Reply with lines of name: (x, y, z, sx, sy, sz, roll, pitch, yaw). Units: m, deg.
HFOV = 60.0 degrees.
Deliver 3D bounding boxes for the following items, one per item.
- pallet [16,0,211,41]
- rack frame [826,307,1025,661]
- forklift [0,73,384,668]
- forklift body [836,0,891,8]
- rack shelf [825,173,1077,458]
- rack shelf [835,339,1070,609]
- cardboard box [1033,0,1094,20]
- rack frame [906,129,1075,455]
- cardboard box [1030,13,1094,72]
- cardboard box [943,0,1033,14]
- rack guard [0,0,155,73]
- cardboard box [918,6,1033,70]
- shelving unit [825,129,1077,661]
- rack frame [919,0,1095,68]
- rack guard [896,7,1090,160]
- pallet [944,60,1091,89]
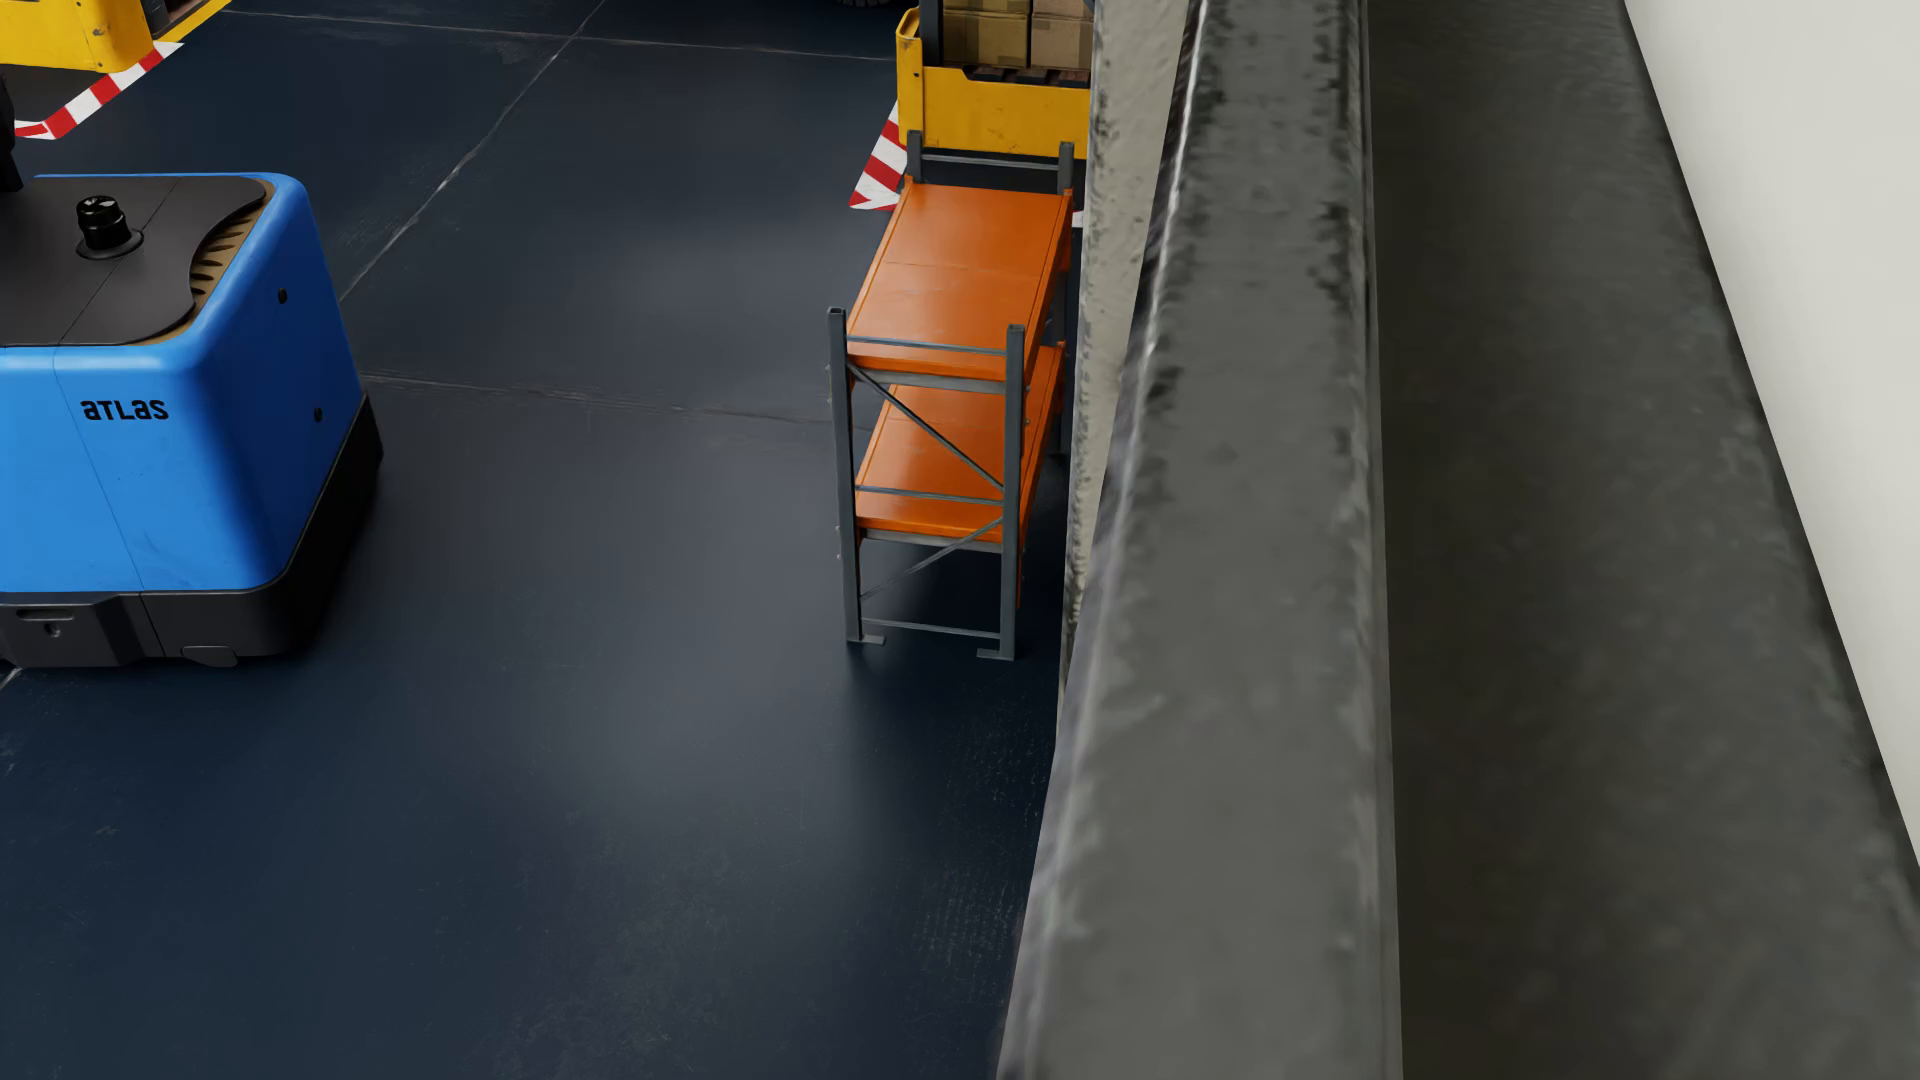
pallet: (-4.374, -2.984, 8.693, 1.003, 0.211, 1.213, 6, 40, 8)
rack frame: (-0.087, -0.119, 4.511, 0.500, 1.125, 0.032, 6, 40, 8)
forklift: (-3.404, -1.061, 4.233, 3.031, 2.935, 1.130, -1, 40, -1)
forklift body: (-1.142, -4.024, 8.429, 2.313, 2.155, 1.214, 6, 40, 8)
rack shelf: (0.001, -0.663, 4.710, 0.538, 0.278, 1.000, 6, 40, 8)
rack shelf: (0.001, -0.249, 5.053, 0.538, 0.278, 1.000, 6, 40, 8)
cardboard box: (0.613, -2.527, 7.388, 0.500, 0.250, 0.500, 7, 40, 8)
rack frame: (0.089, -0.757, 5.283, 0.500, 1.125, 0.032, 6, 40, 8)
cardboard box: (0.604, -2.348, 7.565, 0.500, 0.250, 0.500, 7, 40, 8)
cardboard box: (0.103, -2.594, 7.470, 0.500, 0.250, 0.500, 6, 40, 7)
rack guard: (-4.550, -2.589, 7.989, 1.175, 0.500, 0.348, 6, 40, 8)
cardboard box: (0.097, -2.391, 7.617, 0.500, 0.250, 0.500, 7, 40, 8)
shelving unit: (0.001, -0.438, 4.897, 0.538, 1.125, 1.048, 6, 40, 8)
rack frame: (0.327, -2.960, 6.476, 1.000, 3.000, 0.127, 6, 40, 8)
rack guard: (0.323, -1.981, 7.254, 1.175, 0.500, 0.348, 6, 40, 8)
pallet: (0.418, -2.370, 7.950, 1.003, 0.211, 1.213, 6, 40, 8)
